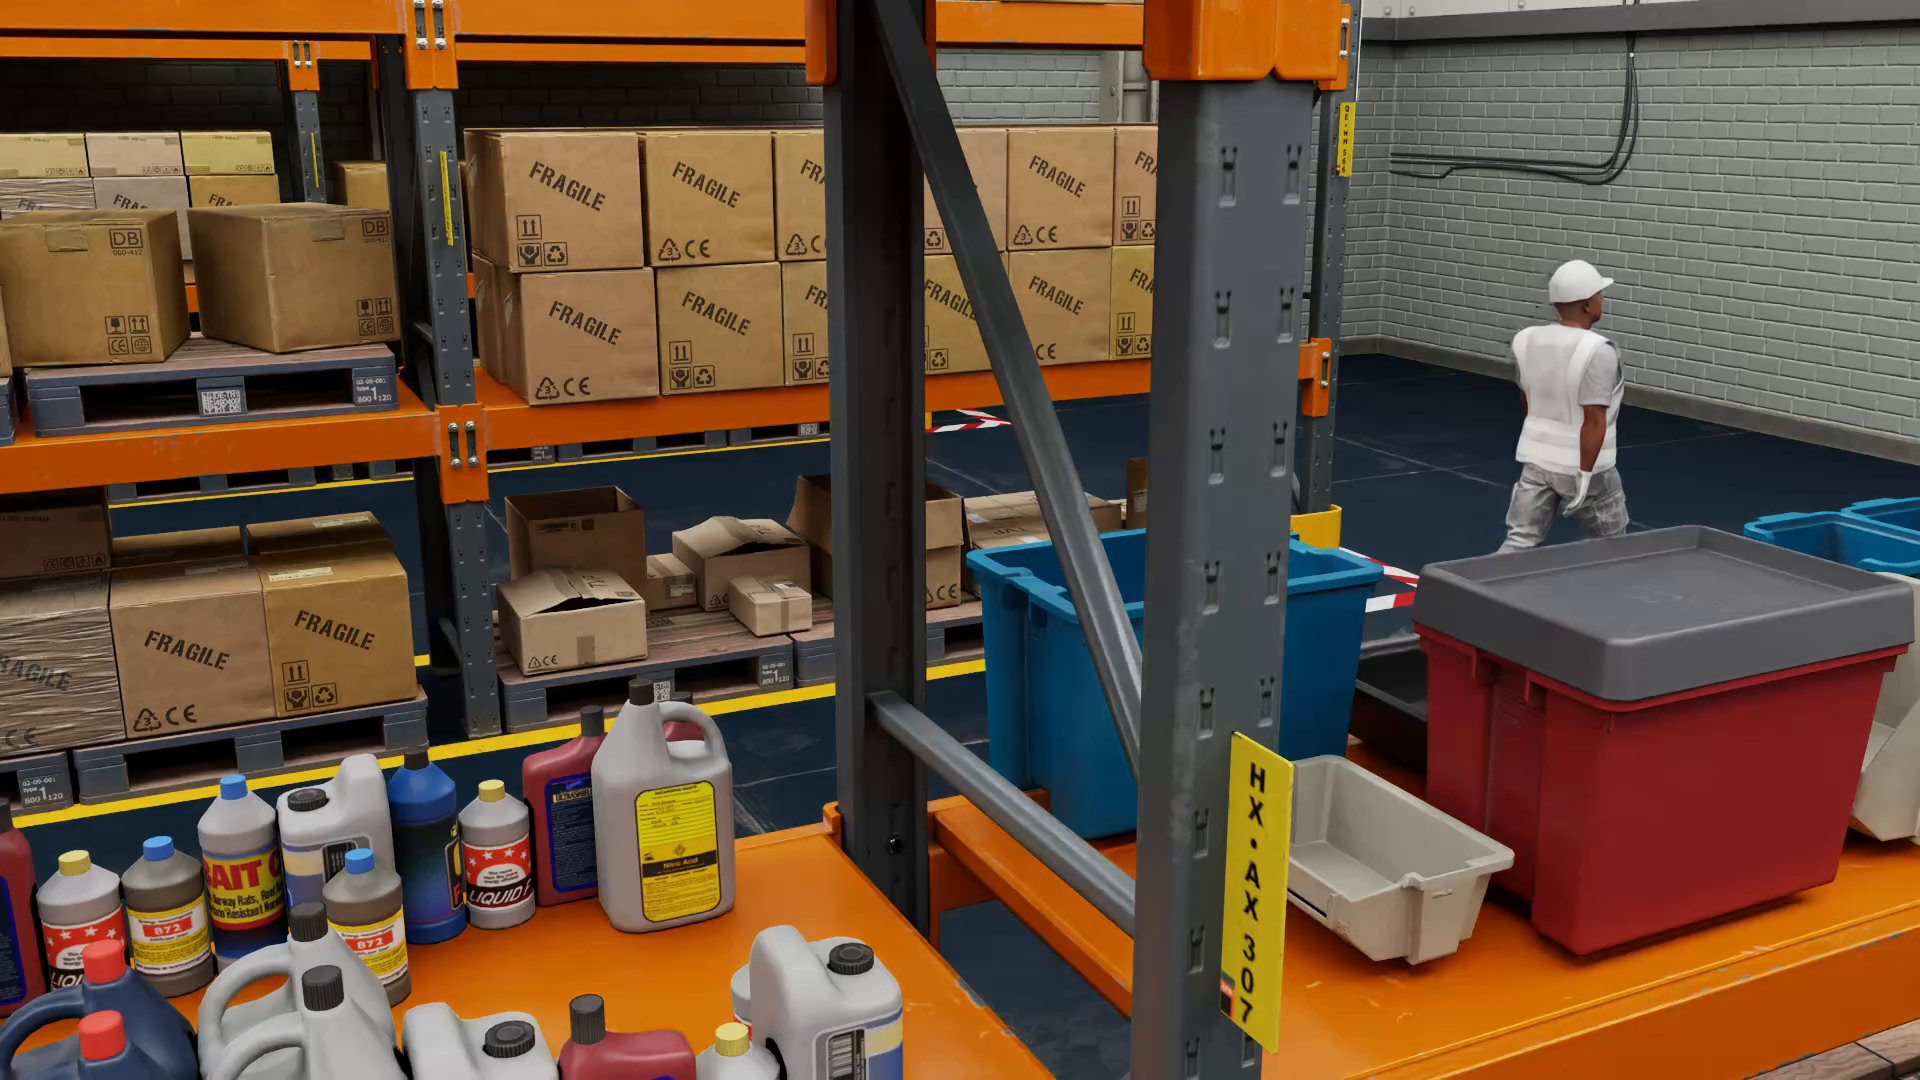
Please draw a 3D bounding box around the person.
[{"bbox_3d":[2.702,-0.363,7.316,1.054,1.733,0.553,-9,18,-31],"label":"person"}]
